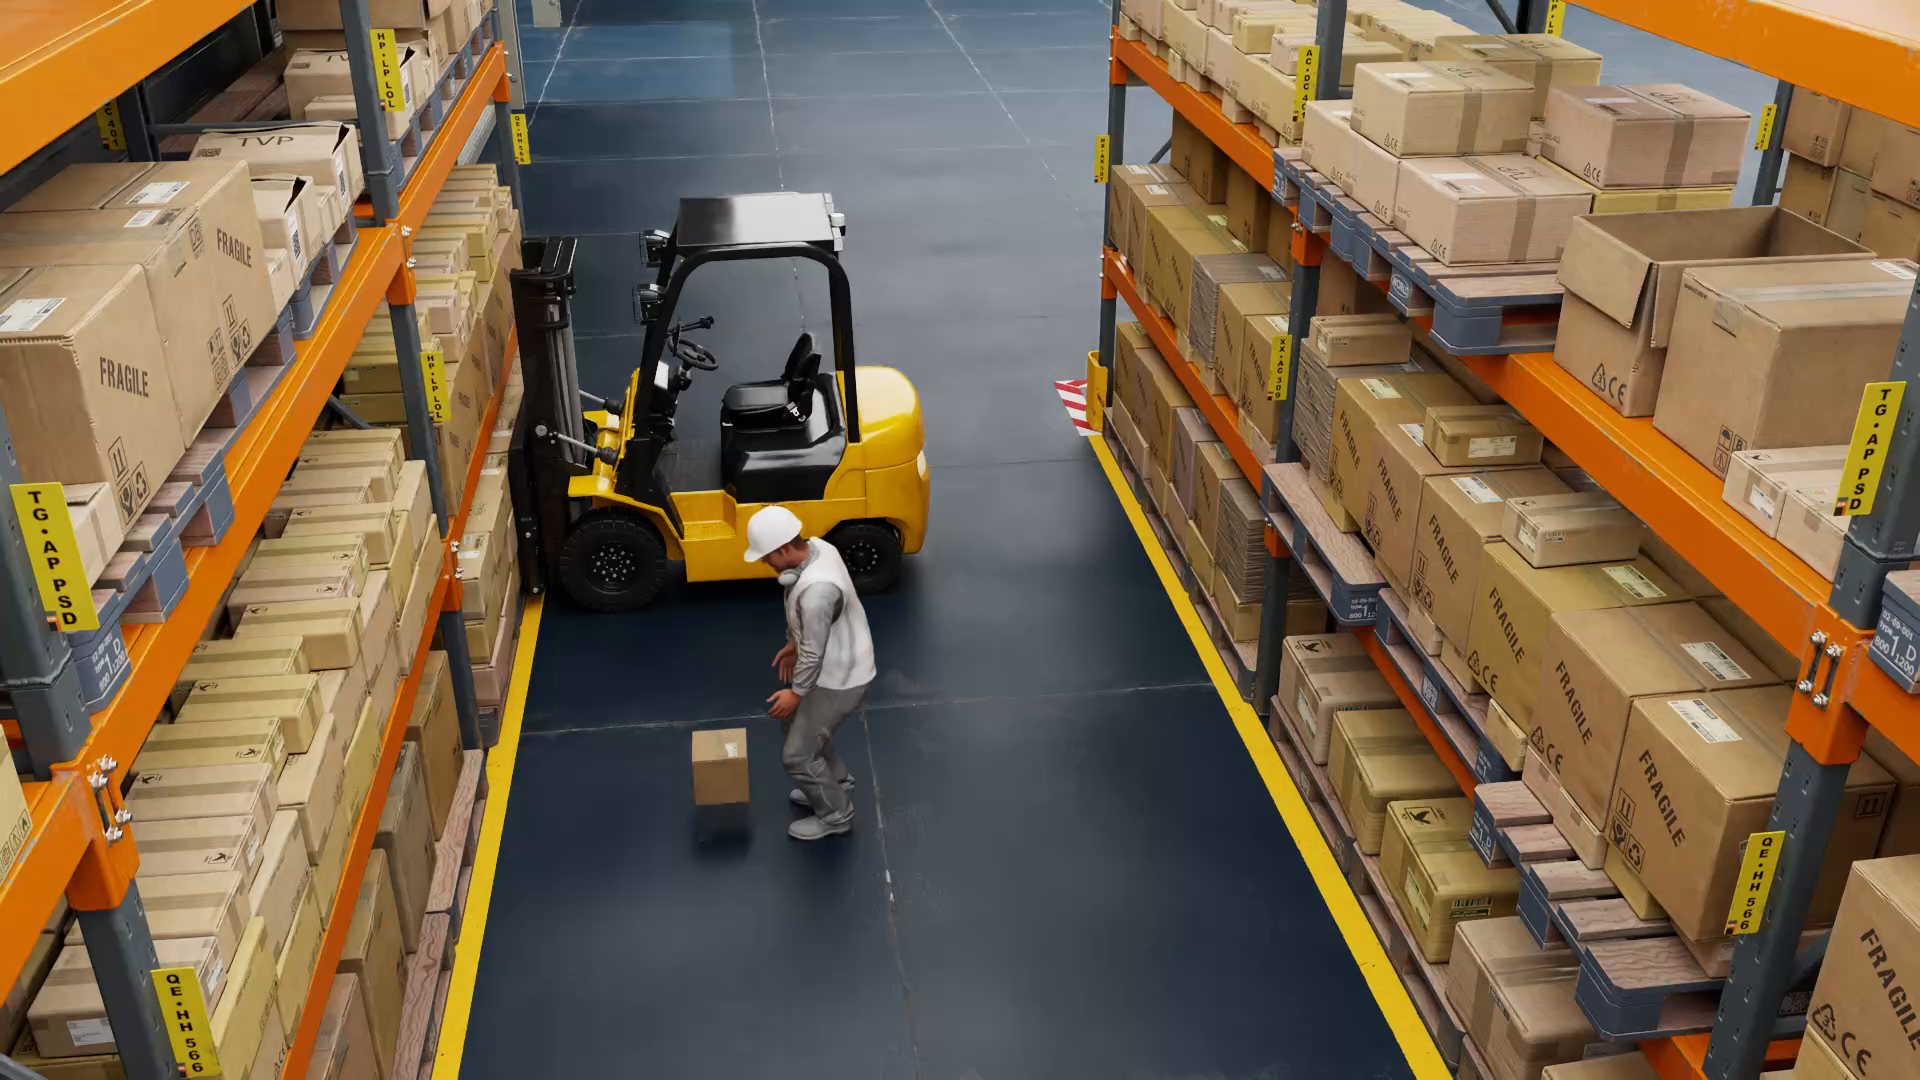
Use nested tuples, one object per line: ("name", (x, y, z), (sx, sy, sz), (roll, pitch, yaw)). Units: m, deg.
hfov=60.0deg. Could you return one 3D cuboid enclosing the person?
("person", (-0.664, 0.594, 7.551), (0.559, 1.665, 0.574), (-3, 27, -6))
